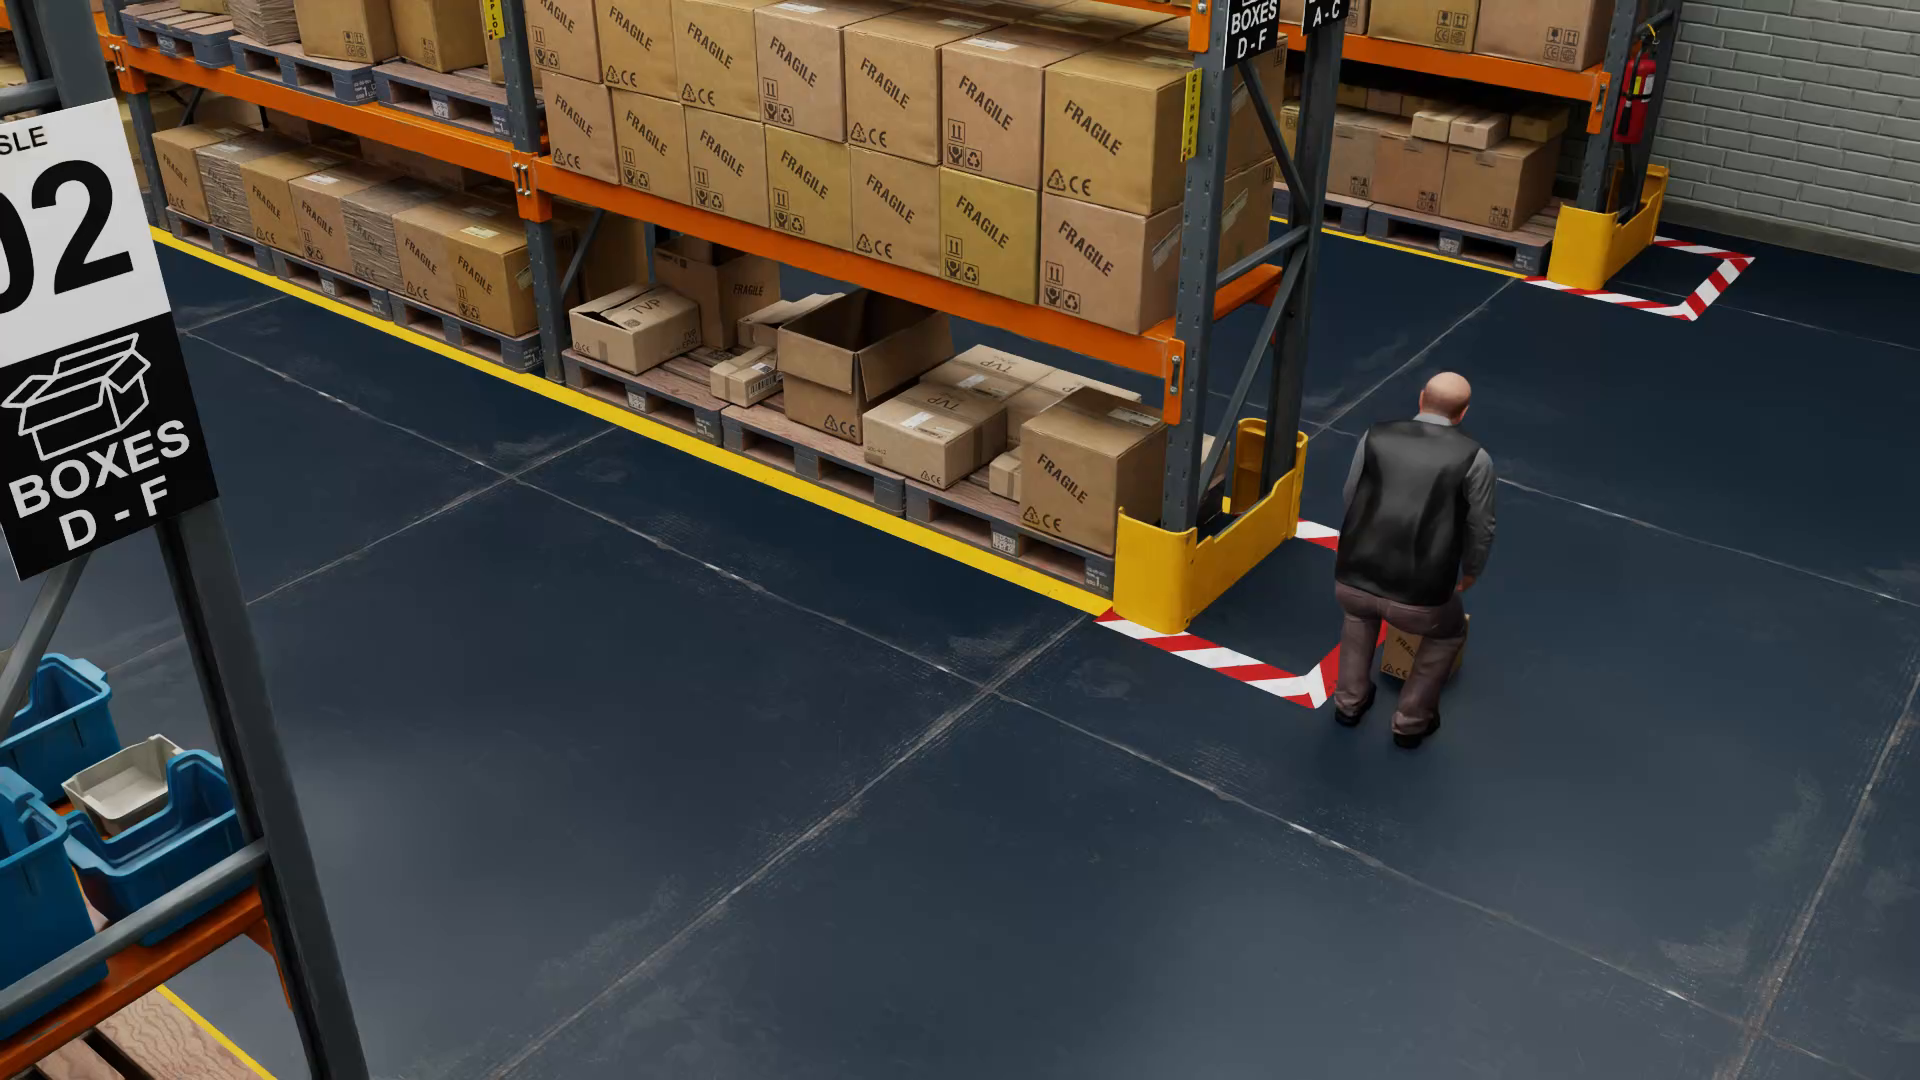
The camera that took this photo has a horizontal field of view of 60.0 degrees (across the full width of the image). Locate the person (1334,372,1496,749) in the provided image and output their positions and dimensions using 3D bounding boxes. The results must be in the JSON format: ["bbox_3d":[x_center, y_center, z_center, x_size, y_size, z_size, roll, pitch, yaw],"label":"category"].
[{"bbox_3d":[1.670,0.099,6.307,0.591,1.404,0.709,20,36,30],"label":"person"}]
